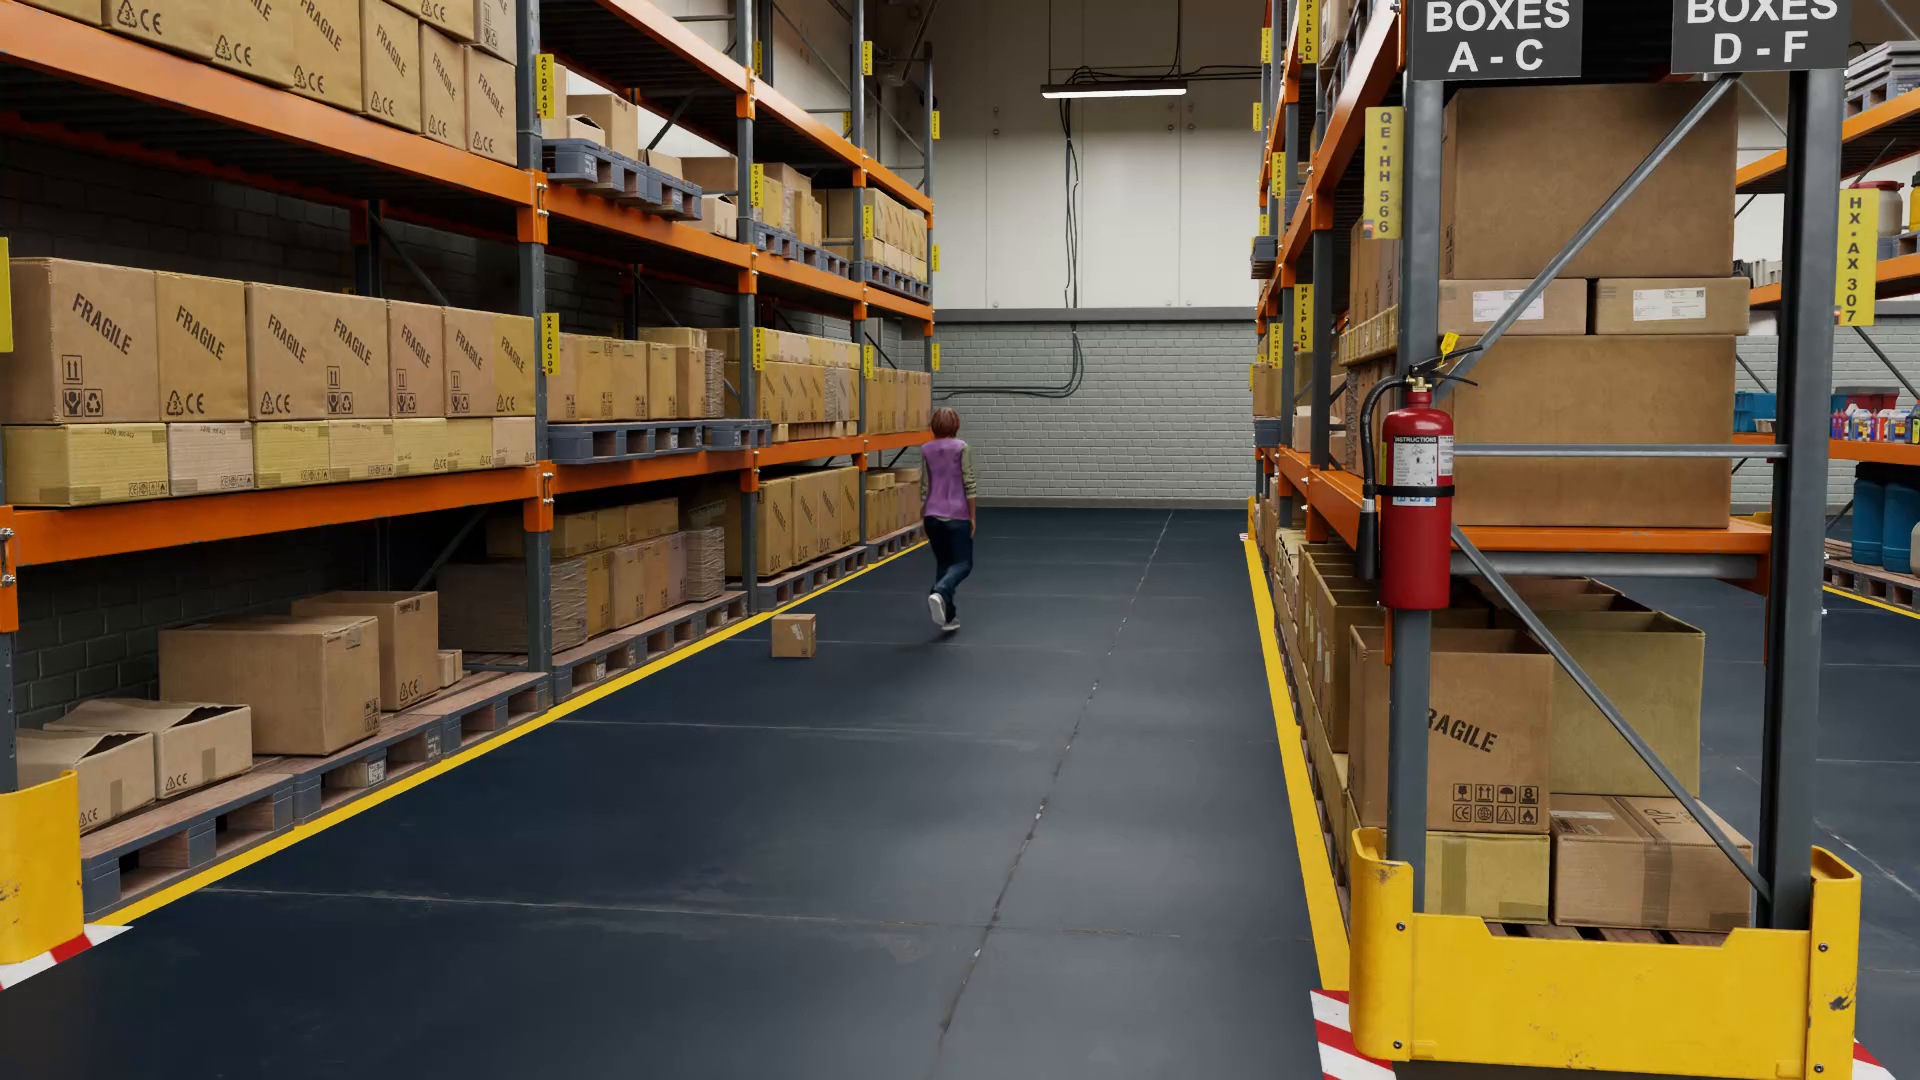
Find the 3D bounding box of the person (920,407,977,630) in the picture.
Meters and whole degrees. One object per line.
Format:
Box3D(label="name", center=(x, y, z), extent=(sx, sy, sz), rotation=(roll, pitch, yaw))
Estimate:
Box3D(label="person", center=(-0.105, -0.137, 11.577), extent=(0.424, 1.578, 0.660), rotation=(2, 5, 23))
